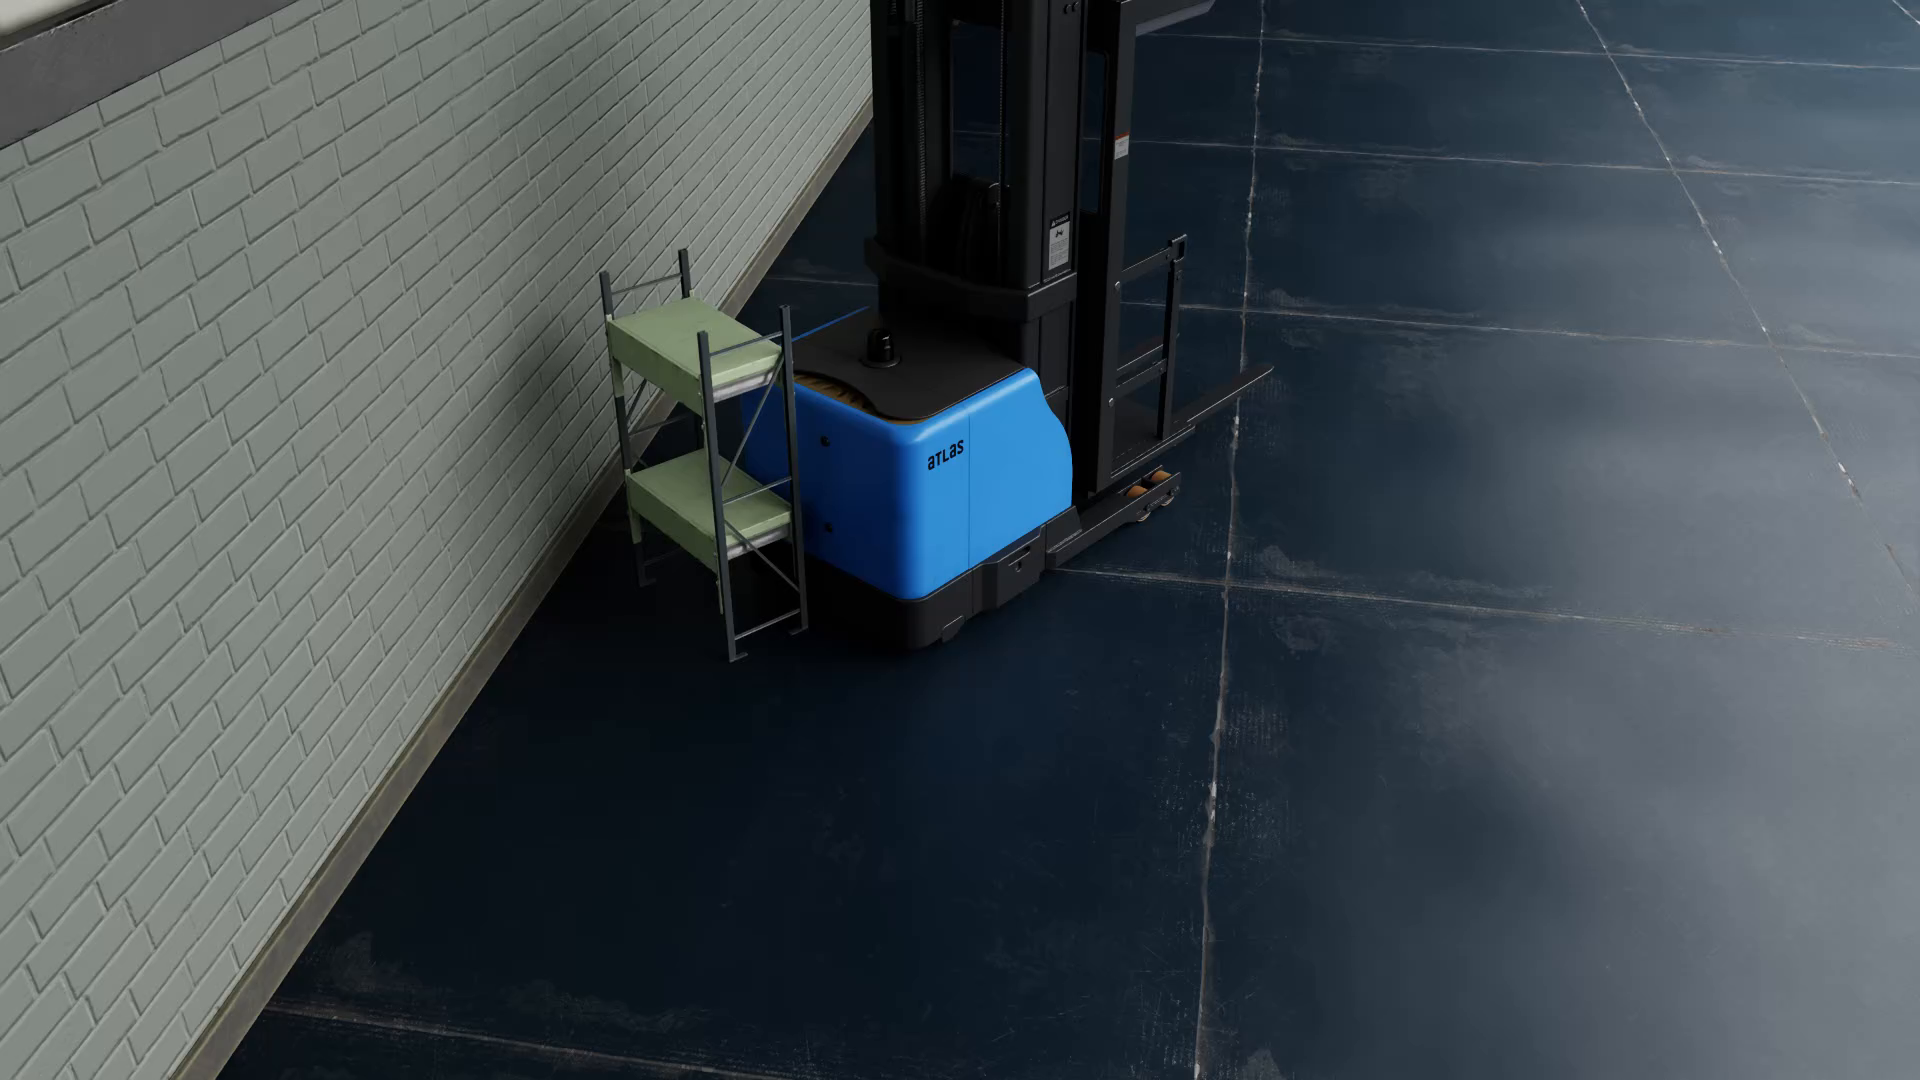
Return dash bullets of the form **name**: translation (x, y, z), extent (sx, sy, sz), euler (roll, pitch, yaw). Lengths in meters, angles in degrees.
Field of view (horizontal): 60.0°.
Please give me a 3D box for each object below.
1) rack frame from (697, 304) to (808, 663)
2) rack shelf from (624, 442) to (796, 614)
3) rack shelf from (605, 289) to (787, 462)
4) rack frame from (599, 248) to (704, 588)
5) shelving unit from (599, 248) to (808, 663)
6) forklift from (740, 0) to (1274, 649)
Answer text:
- **rack frame**: translation (-0.812, -0.194, 6.647), extent (0.400, 1.500, 0.023), euler (-24, 39, -33)
- **rack shelf**: translation (-1.046, -0.068, 7.059), extent (0.431, 0.370, 0.720), euler (-24, 39, -33)
- **rack shelf**: translation (-1.046, -0.675, 6.679), extent (0.431, 0.370, 0.720), euler (-24, 39, -33)
- **rack frame**: translation (-1.279, -0.494, 7.125), extent (0.400, 1.500, 0.023), euler (-24, 39, -33)
- **shelving unit**: translation (-1.046, -0.344, 6.886), extent (0.431, 1.500, 0.755), euler (-24, 39, -33)
- **forklift**: translation (0.412, -1.490, 7.368), extent (1.130, 2.935, 3.031), euler (25, 40, 34)
